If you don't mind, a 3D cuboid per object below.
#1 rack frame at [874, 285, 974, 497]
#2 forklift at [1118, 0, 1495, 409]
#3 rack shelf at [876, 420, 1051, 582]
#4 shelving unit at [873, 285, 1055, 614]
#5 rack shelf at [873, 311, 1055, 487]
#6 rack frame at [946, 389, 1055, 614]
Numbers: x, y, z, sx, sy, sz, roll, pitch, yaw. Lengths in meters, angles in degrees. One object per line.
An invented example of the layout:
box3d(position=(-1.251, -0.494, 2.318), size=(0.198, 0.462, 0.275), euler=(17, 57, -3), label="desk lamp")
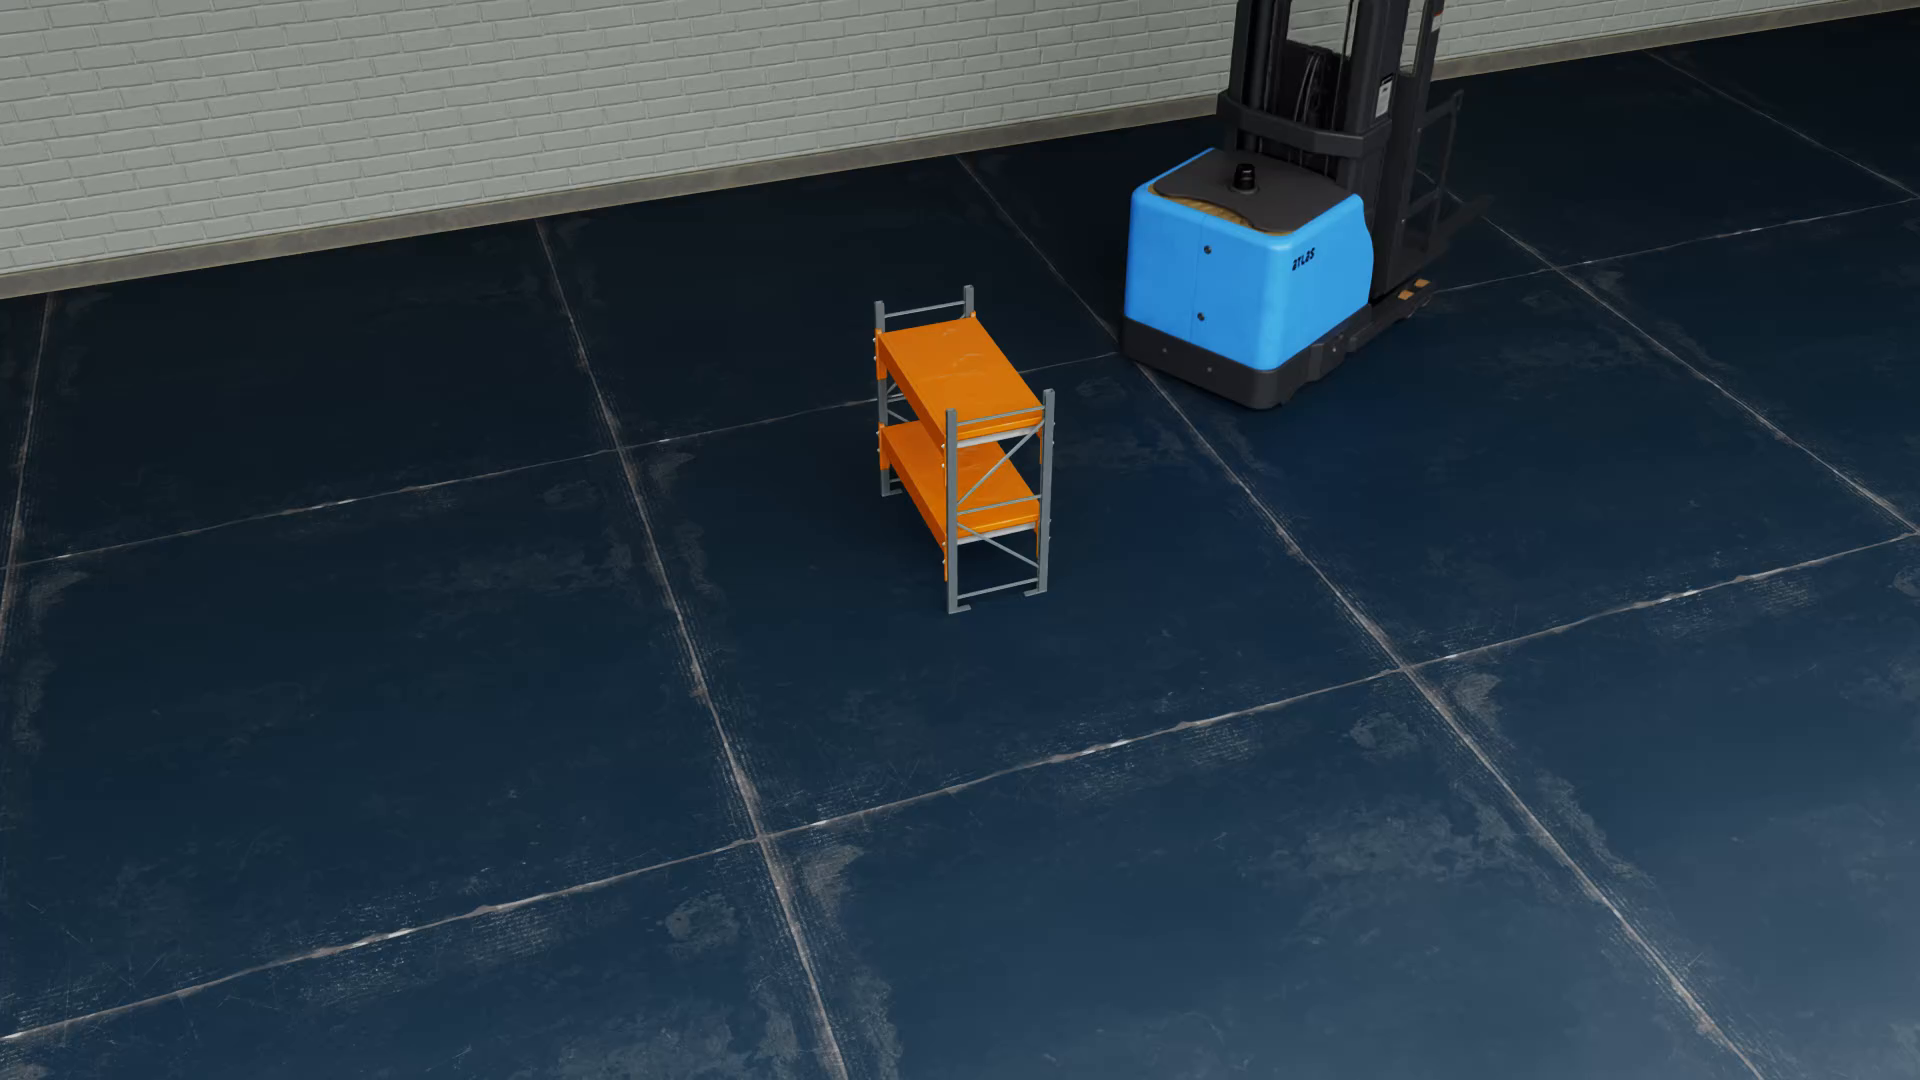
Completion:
box3d(position=(-0.173, -0.733, 8.348), size=(0.500, 1.125, 0.032), euler=(-12, 39, -16), label="rack frame")
box3d(position=(2.270, -2.698, 9.456), size=(1.130, 2.935, 3.031), euler=(28, 45, 32), label="forklift")
box3d(position=(0.002, -0.250, 8.114), size=(0.538, 0.278, 1.000), euler=(-12, 39, -16), label="rack shelf")
box3d(position=(0.002, -0.445, 7.967), size=(0.538, 1.125, 1.048), euler=(-12, 39, -16), label="shelving unit")
box3d(position=(0.002, -0.679, 7.791), size=(0.538, 0.278, 1.000), euler=(-12, 39, -16), label="rack shelf")
box3d(position=(0.177, -0.158, 7.586), size=(0.500, 1.125, 0.032), euler=(-12, 39, -16), label="rack frame")
